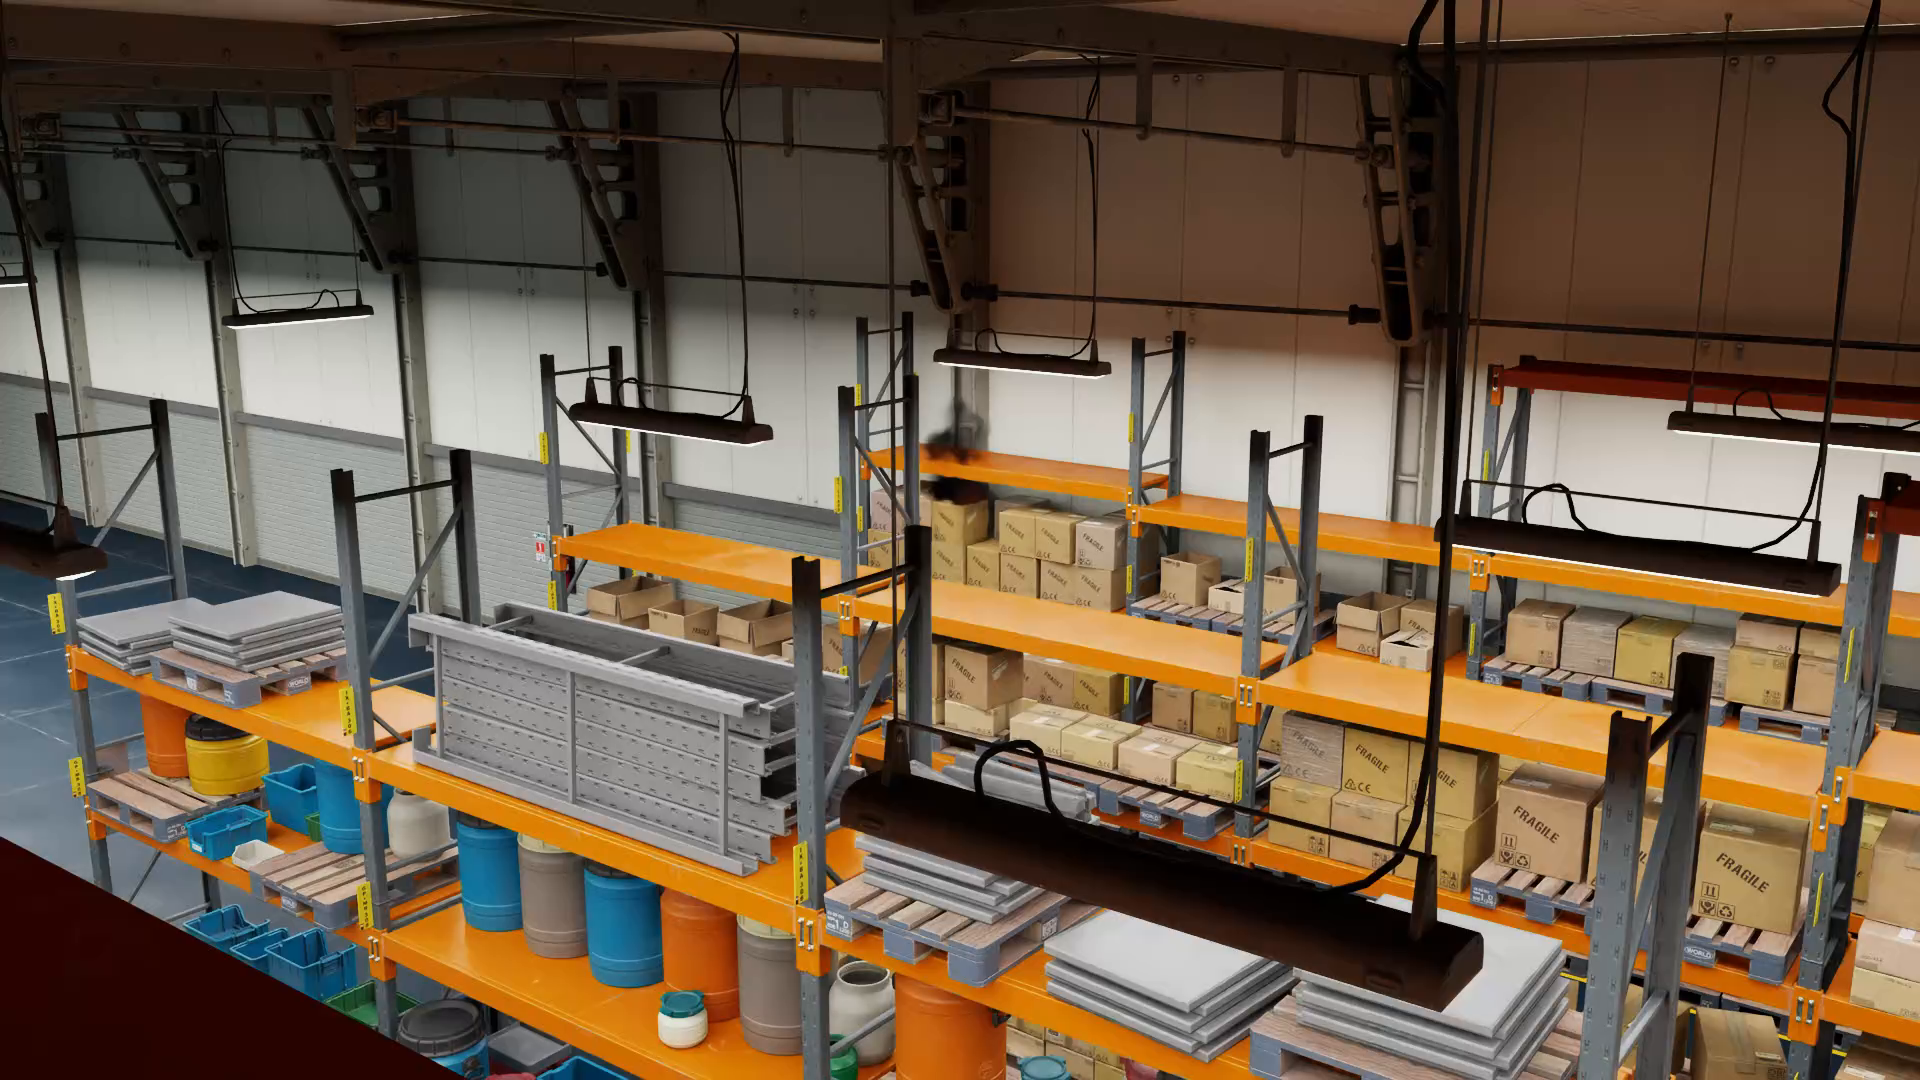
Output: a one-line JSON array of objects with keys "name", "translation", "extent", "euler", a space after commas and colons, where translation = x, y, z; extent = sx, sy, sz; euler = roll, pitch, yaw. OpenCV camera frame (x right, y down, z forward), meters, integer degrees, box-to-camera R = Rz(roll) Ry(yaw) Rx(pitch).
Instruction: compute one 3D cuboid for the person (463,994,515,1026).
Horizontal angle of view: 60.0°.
[{"name": "person", "translation": [-4.172, 3.957, 14.671], "extent": [0.830, 1.605, 0.516], "euler": [5, 14, 20]}]
